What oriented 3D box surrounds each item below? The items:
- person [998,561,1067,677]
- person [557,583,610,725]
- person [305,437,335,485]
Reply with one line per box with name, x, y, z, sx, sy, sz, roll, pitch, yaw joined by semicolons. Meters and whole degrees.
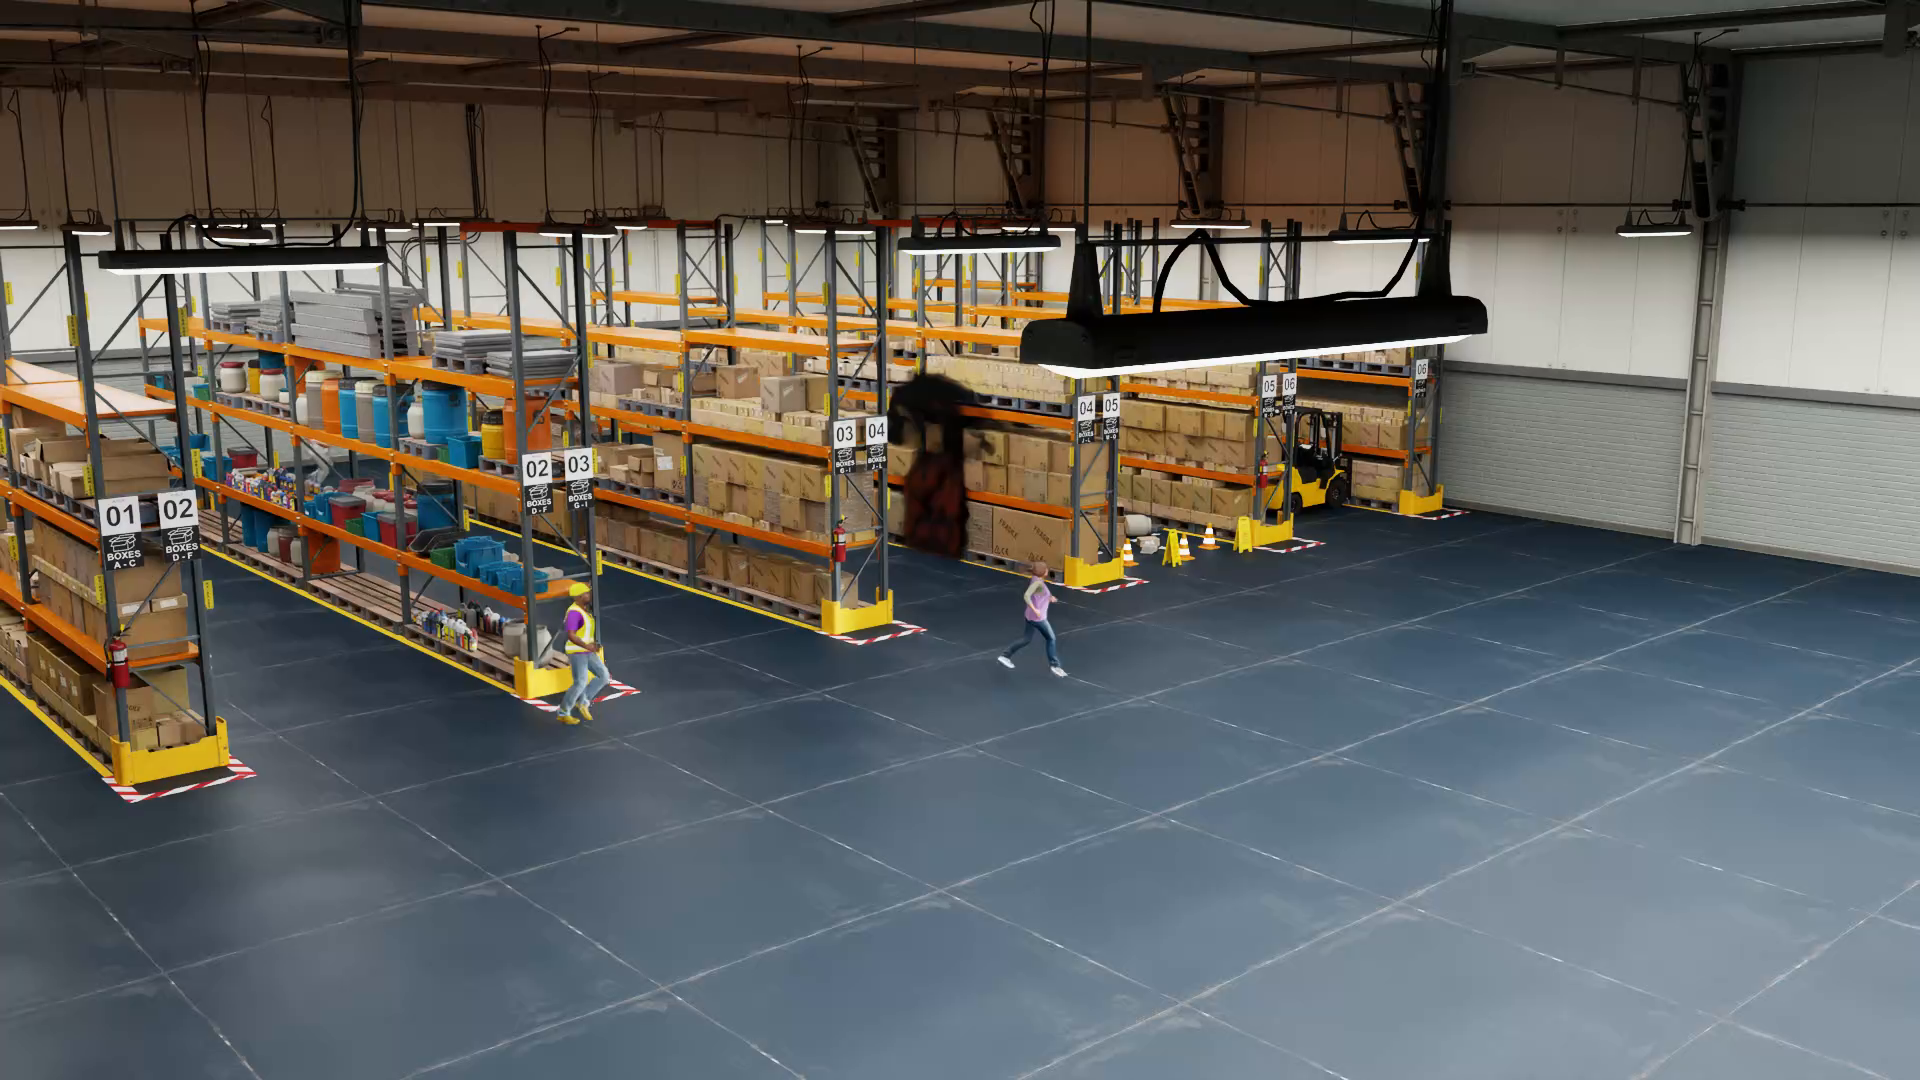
person;0.980;1.087;22.524;0.964;1.630;0.506;-3;12;-14
person;-4.682;1.387;20.653;0.618;1.728;0.767;0;11;2
person;-14.307;-1.969;37.239;0.593;1.743;0.659;-7;13;-31
